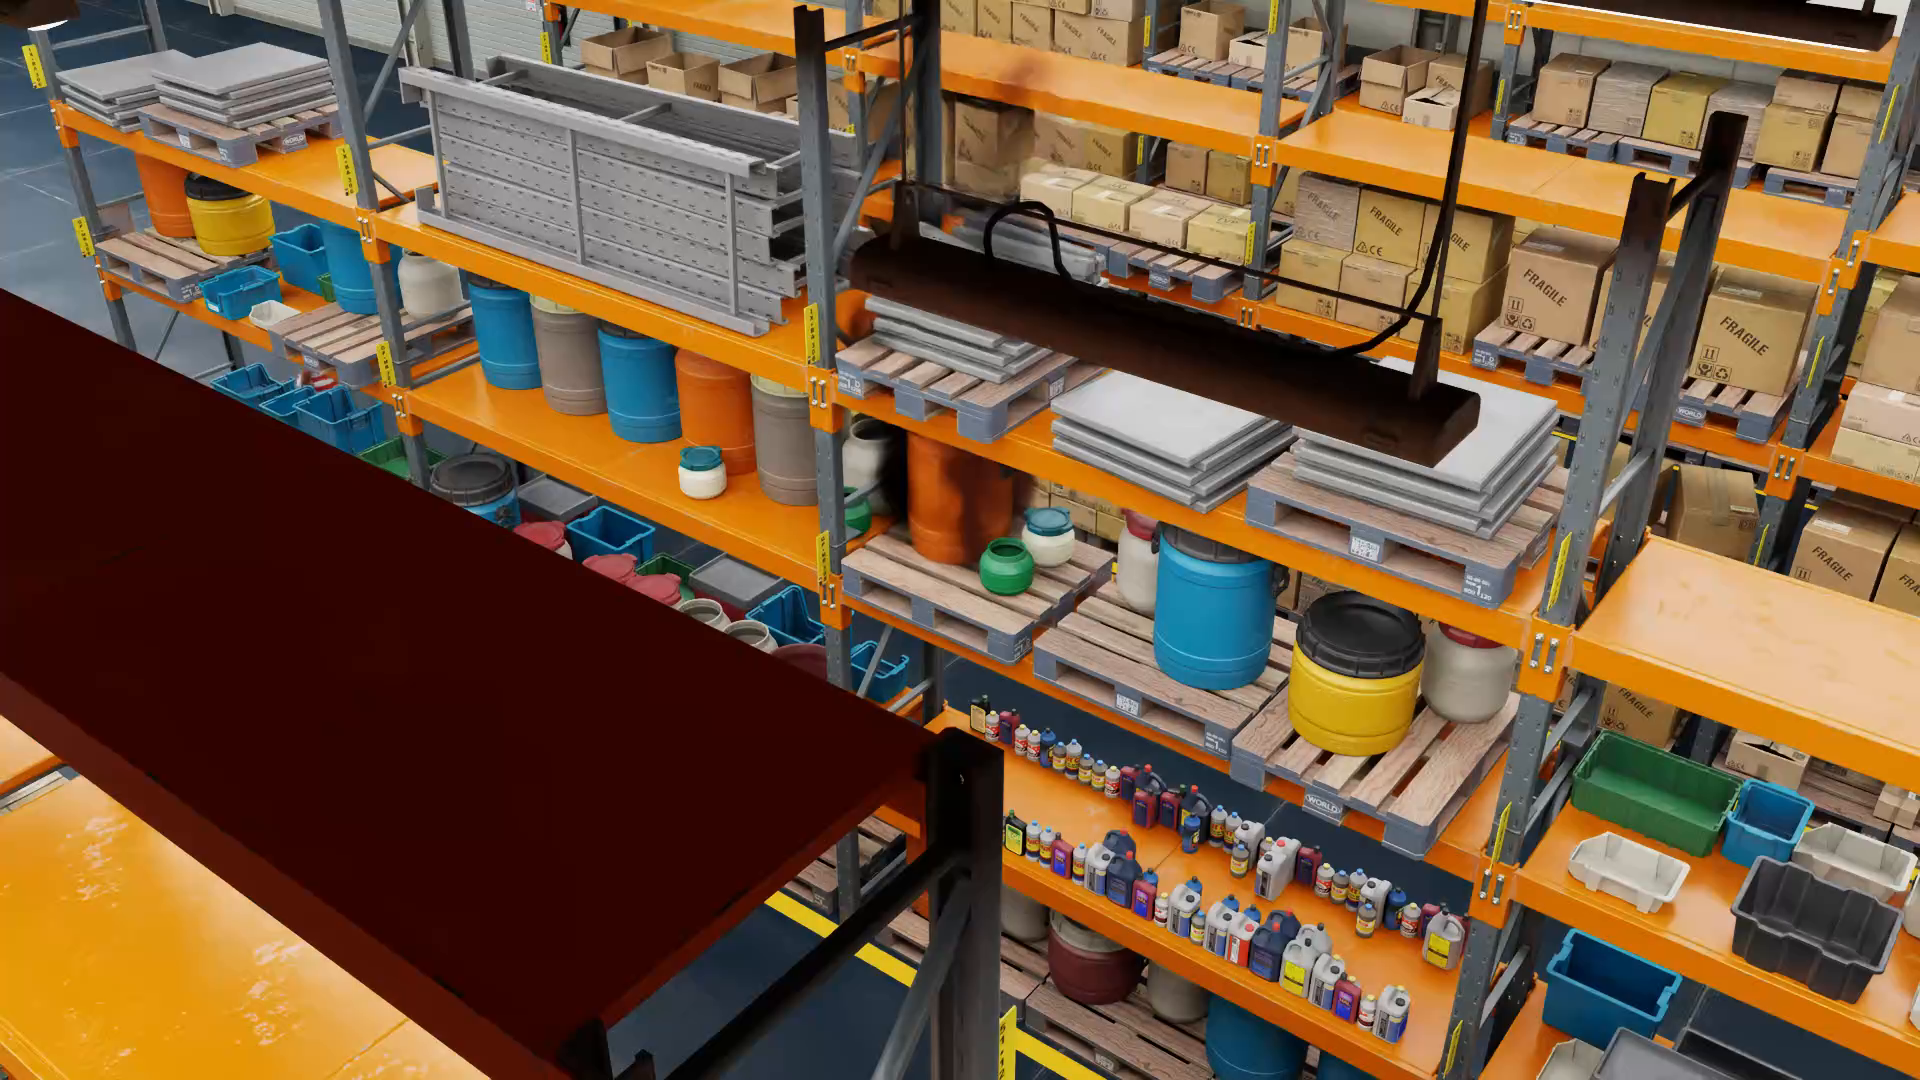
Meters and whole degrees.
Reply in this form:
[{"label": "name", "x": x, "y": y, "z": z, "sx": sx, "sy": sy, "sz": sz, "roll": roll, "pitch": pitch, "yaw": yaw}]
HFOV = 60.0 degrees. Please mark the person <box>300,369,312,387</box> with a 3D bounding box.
[{"label": "person", "x": -6.158, "y": -1.909, "z": 15.872, "sx": 0.280, "sy": 0.798, "sz": 0.703, "roll": 11, "pitch": 33, "yaw": 17}]
